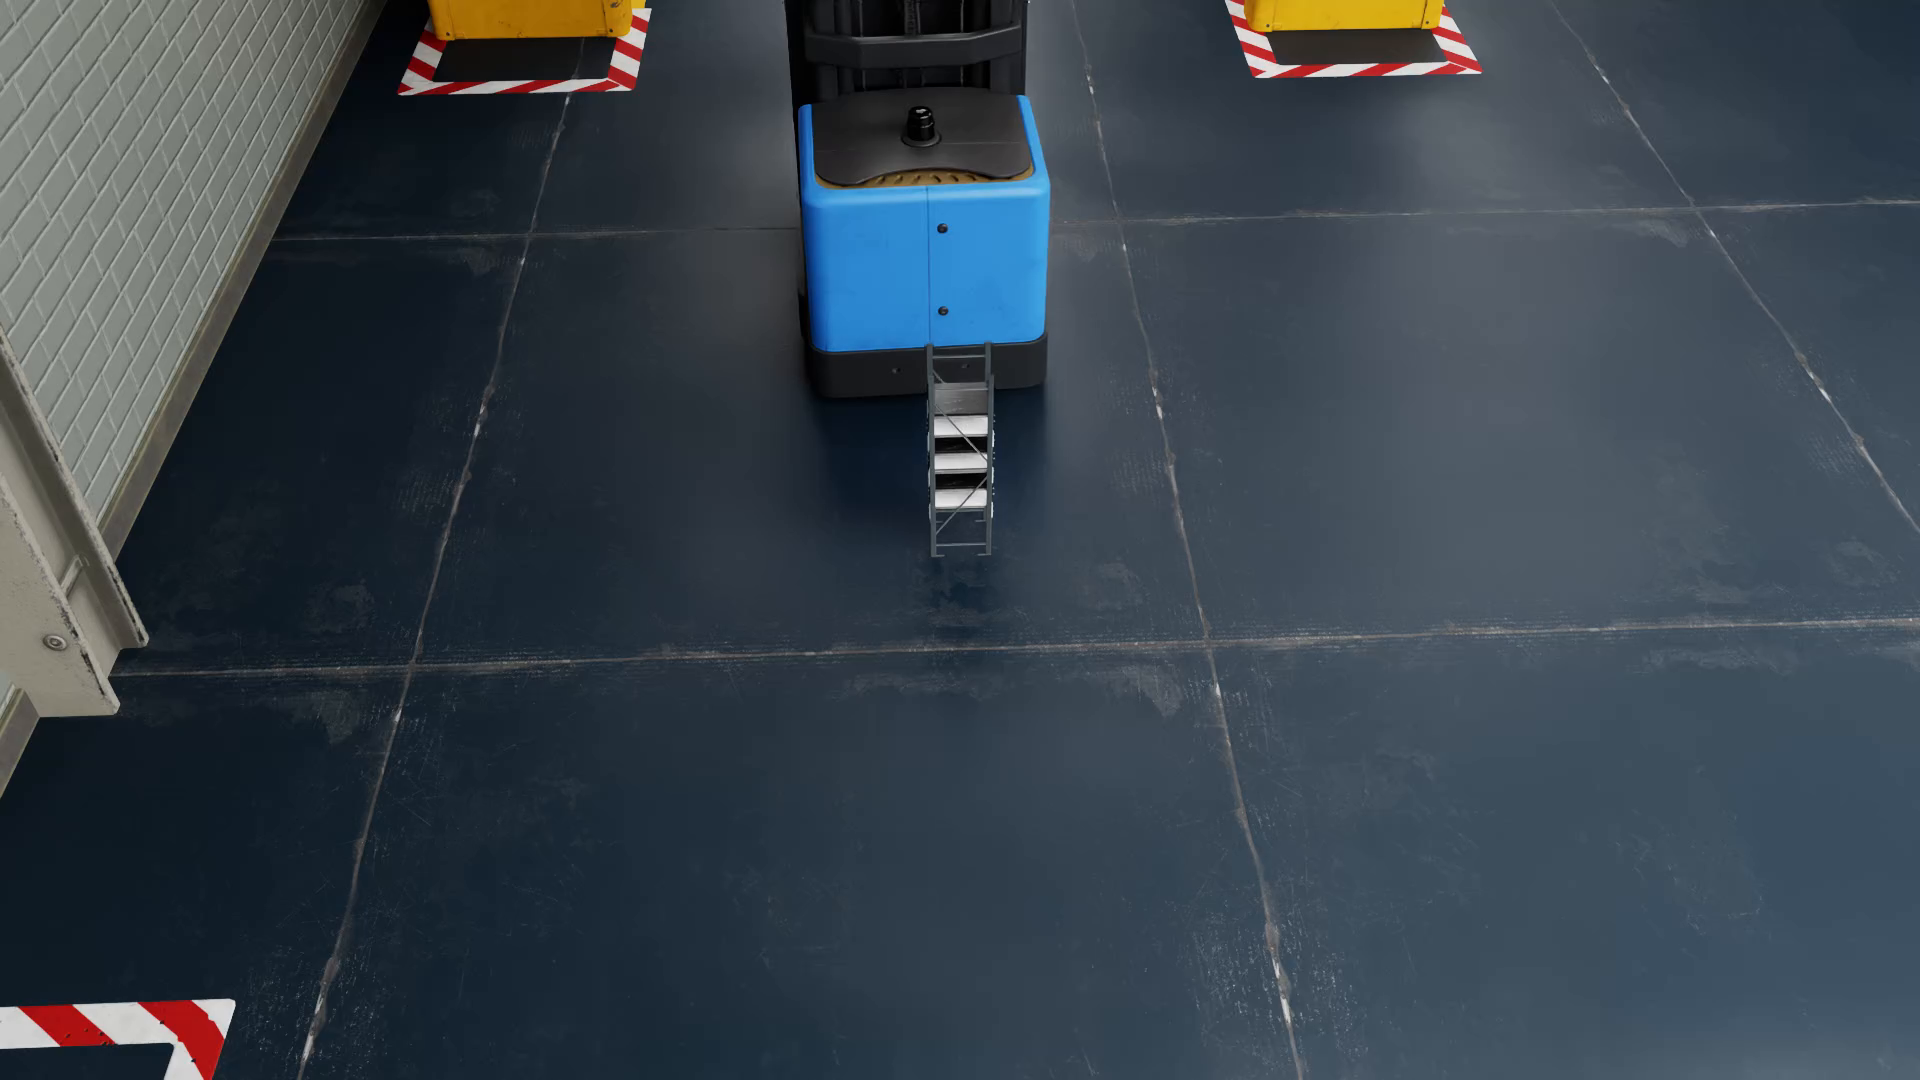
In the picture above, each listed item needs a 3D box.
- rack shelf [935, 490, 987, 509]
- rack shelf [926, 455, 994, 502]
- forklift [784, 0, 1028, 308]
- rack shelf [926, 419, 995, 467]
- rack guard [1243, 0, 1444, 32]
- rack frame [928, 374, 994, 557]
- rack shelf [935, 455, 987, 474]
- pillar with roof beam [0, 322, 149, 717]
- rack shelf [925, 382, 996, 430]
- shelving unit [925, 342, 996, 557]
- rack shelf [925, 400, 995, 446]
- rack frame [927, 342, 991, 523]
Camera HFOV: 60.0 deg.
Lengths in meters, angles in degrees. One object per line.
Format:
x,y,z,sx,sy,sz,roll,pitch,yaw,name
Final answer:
0.000,-0.195,6.582,0.221,0.026,0.190,-2,43,-2,rack shelf
0.000,-0.246,6.535,0.258,0.077,0.200,-2,43,-2,rack shelf
-0.253,-2.697,7.523,1.110,2.935,3.031,-3,43,-4,forklift
0.000,-0.379,6.414,0.258,0.077,0.200,-2,43,-2,rack shelf
2.351,-3.410,10.100,1.175,0.500,0.348,-2,43,-2,rack guard
0.004,-0.269,6.377,0.240,0.900,0.006,-2,43,-2,rack frame
0.000,-0.328,6.461,0.221,0.026,0.190,-2,43,-2,rack shelf
1.063,-2.935,3.292,9.100,9.000,0.400,-2,43,-2,pillar with roof beam
0.000,-0.512,6.292,0.258,0.077,0.200,-2,43,-2,rack shelf
0.000,-0.337,6.452,0.258,0.900,0.210,-2,43,-2,shelving unit
0.000,-0.445,6.353,0.258,0.077,0.200,-2,43,-2,rack shelf
-0.005,-0.406,6.527,0.240,0.900,0.006,-2,43,-2,rack frame
